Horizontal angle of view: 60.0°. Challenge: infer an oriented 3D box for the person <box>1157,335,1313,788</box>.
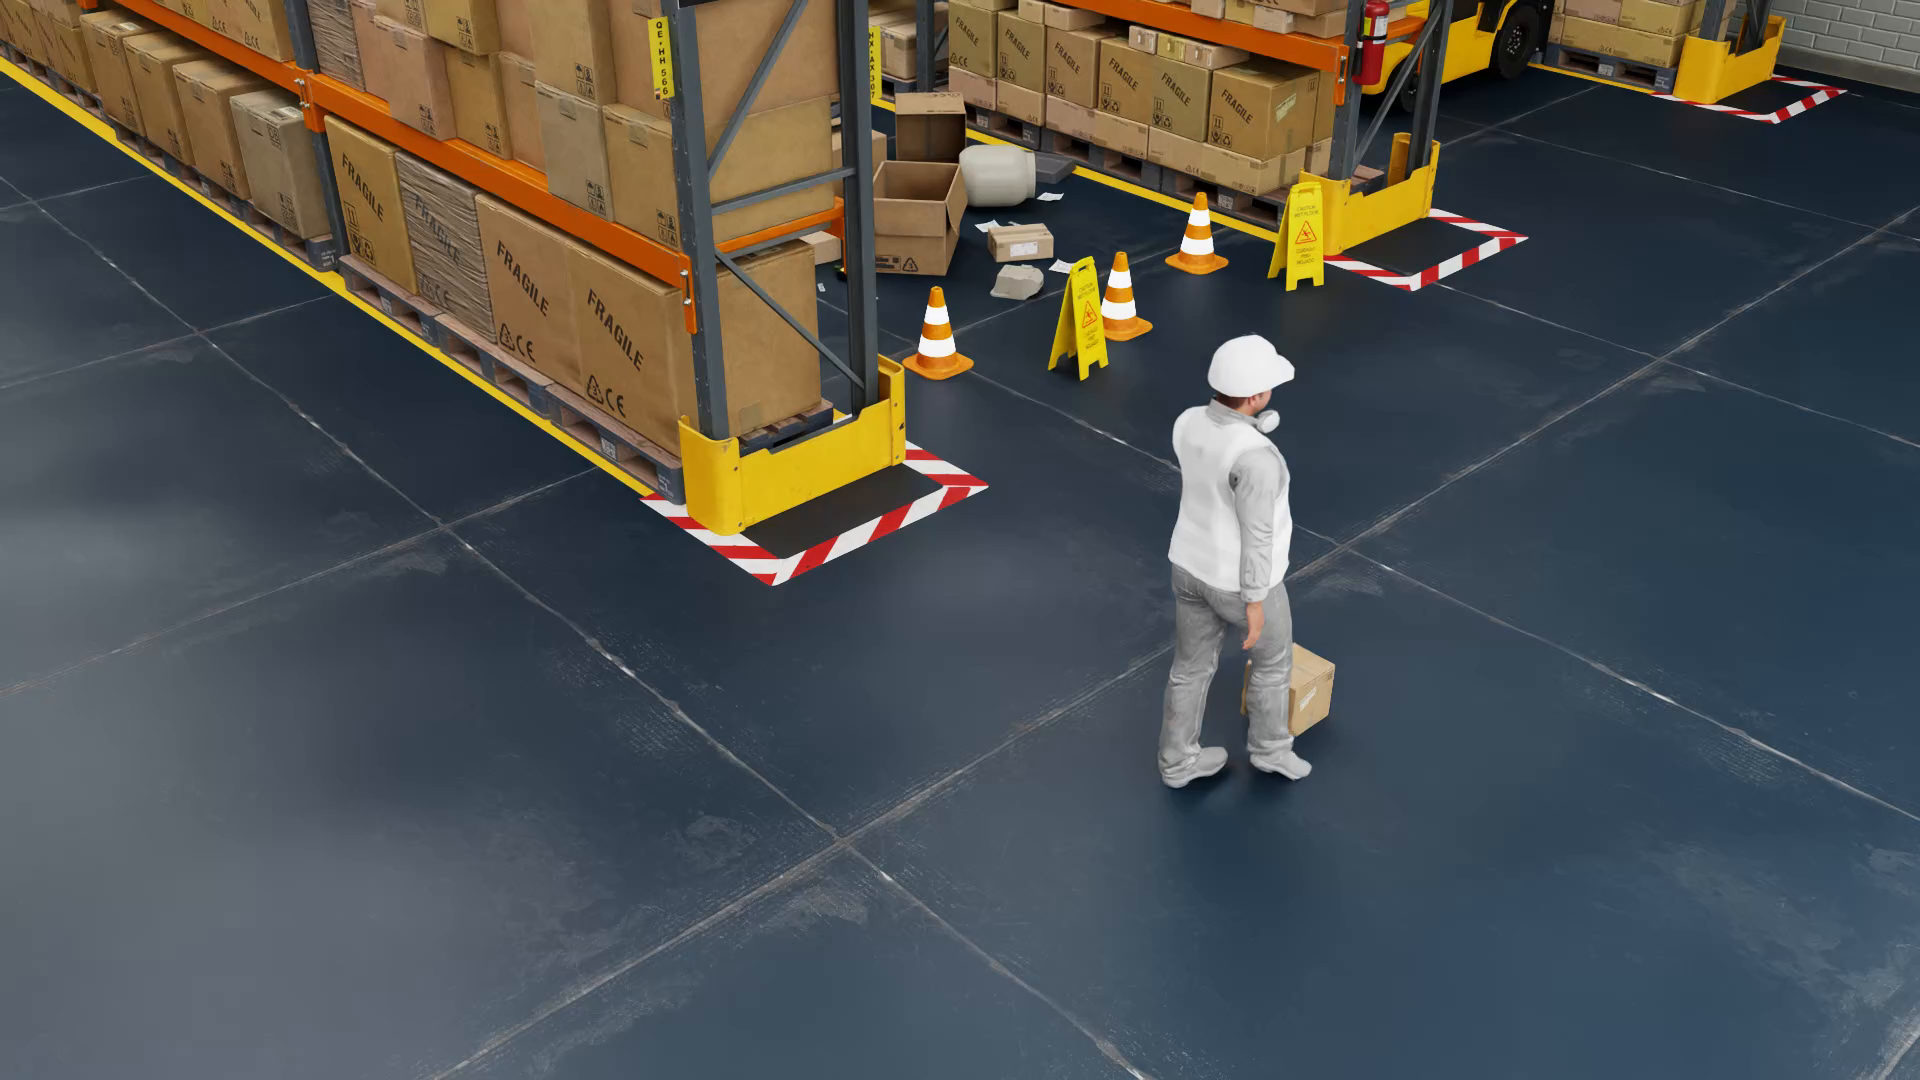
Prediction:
[{"bbox_3d":[0.985,0.113,5.964,0.609,1.835,0.581,-20,37,-29],"label":"person"}]
